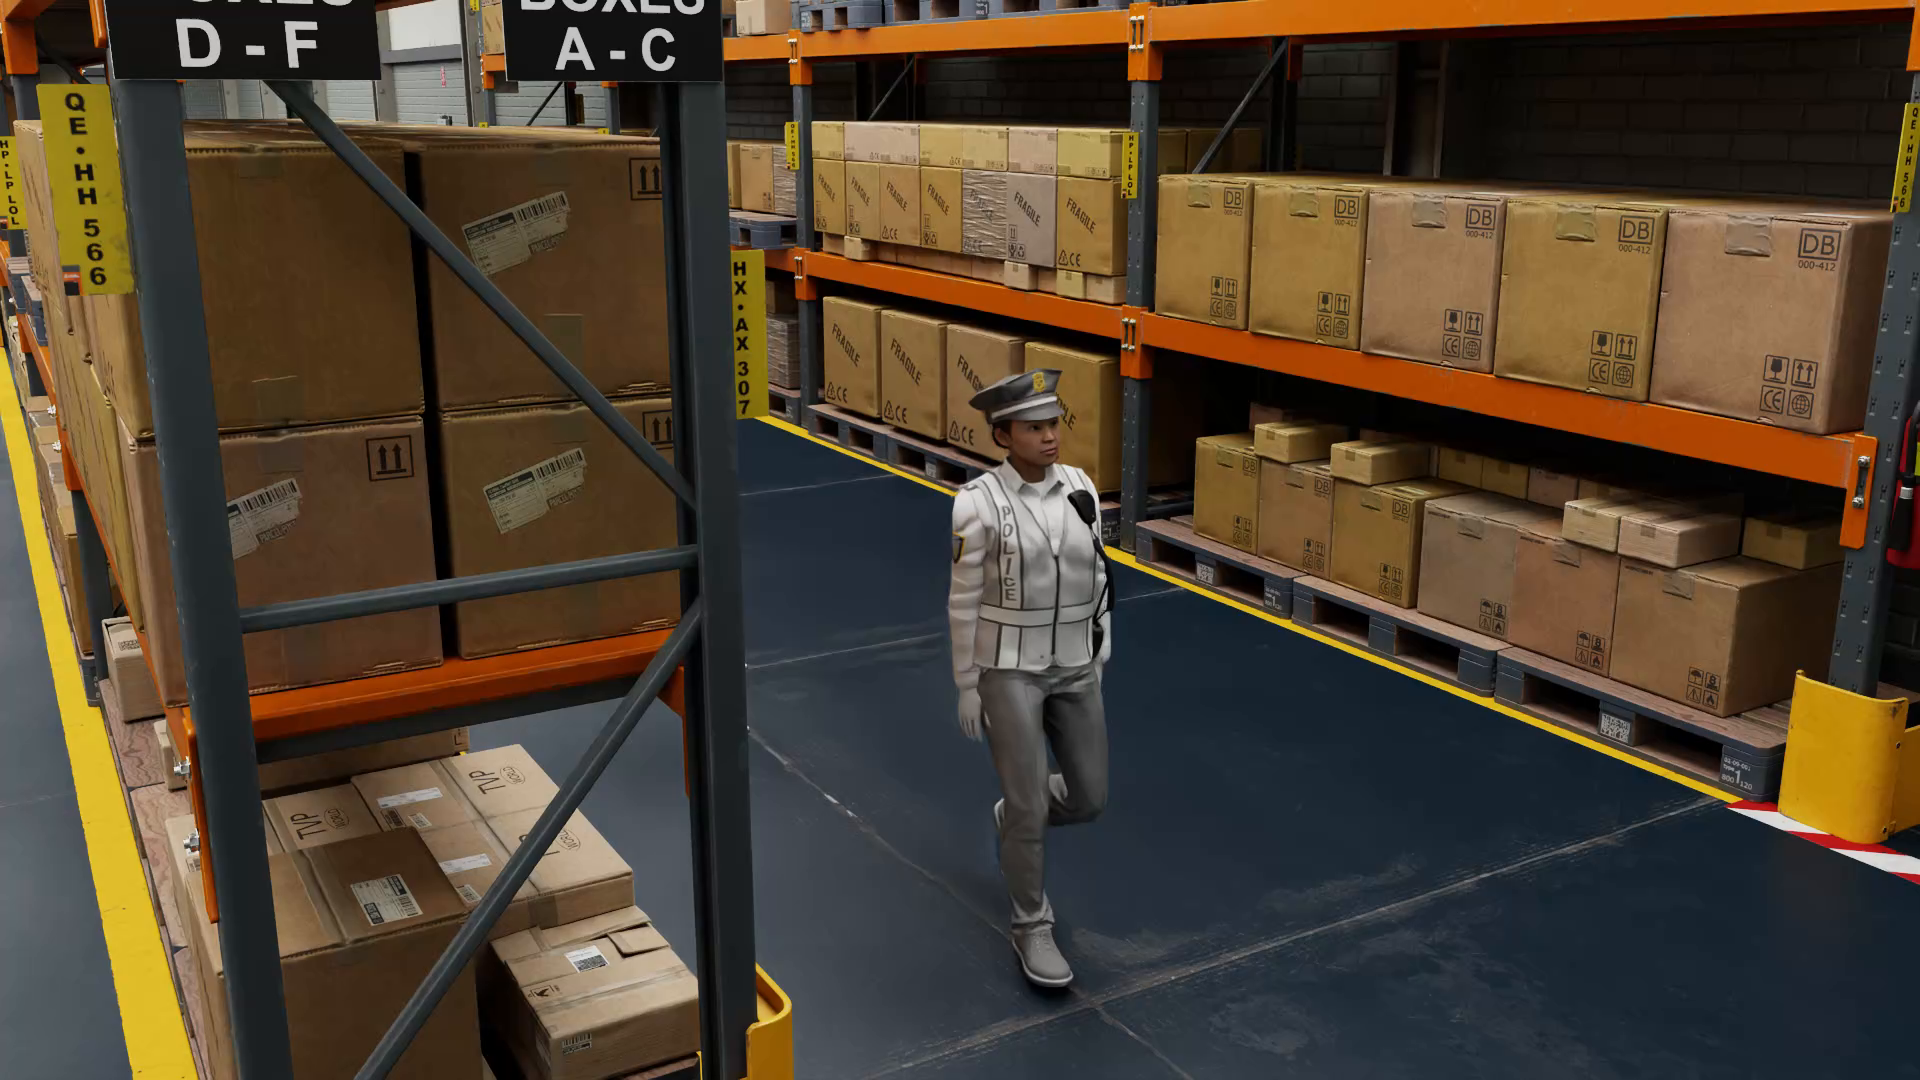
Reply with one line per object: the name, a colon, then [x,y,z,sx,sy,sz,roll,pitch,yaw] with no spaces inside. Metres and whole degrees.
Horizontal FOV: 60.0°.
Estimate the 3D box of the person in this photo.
person: [0.212,0.082,4.509,0.486,0.618,0.301,-7,16,-24]
